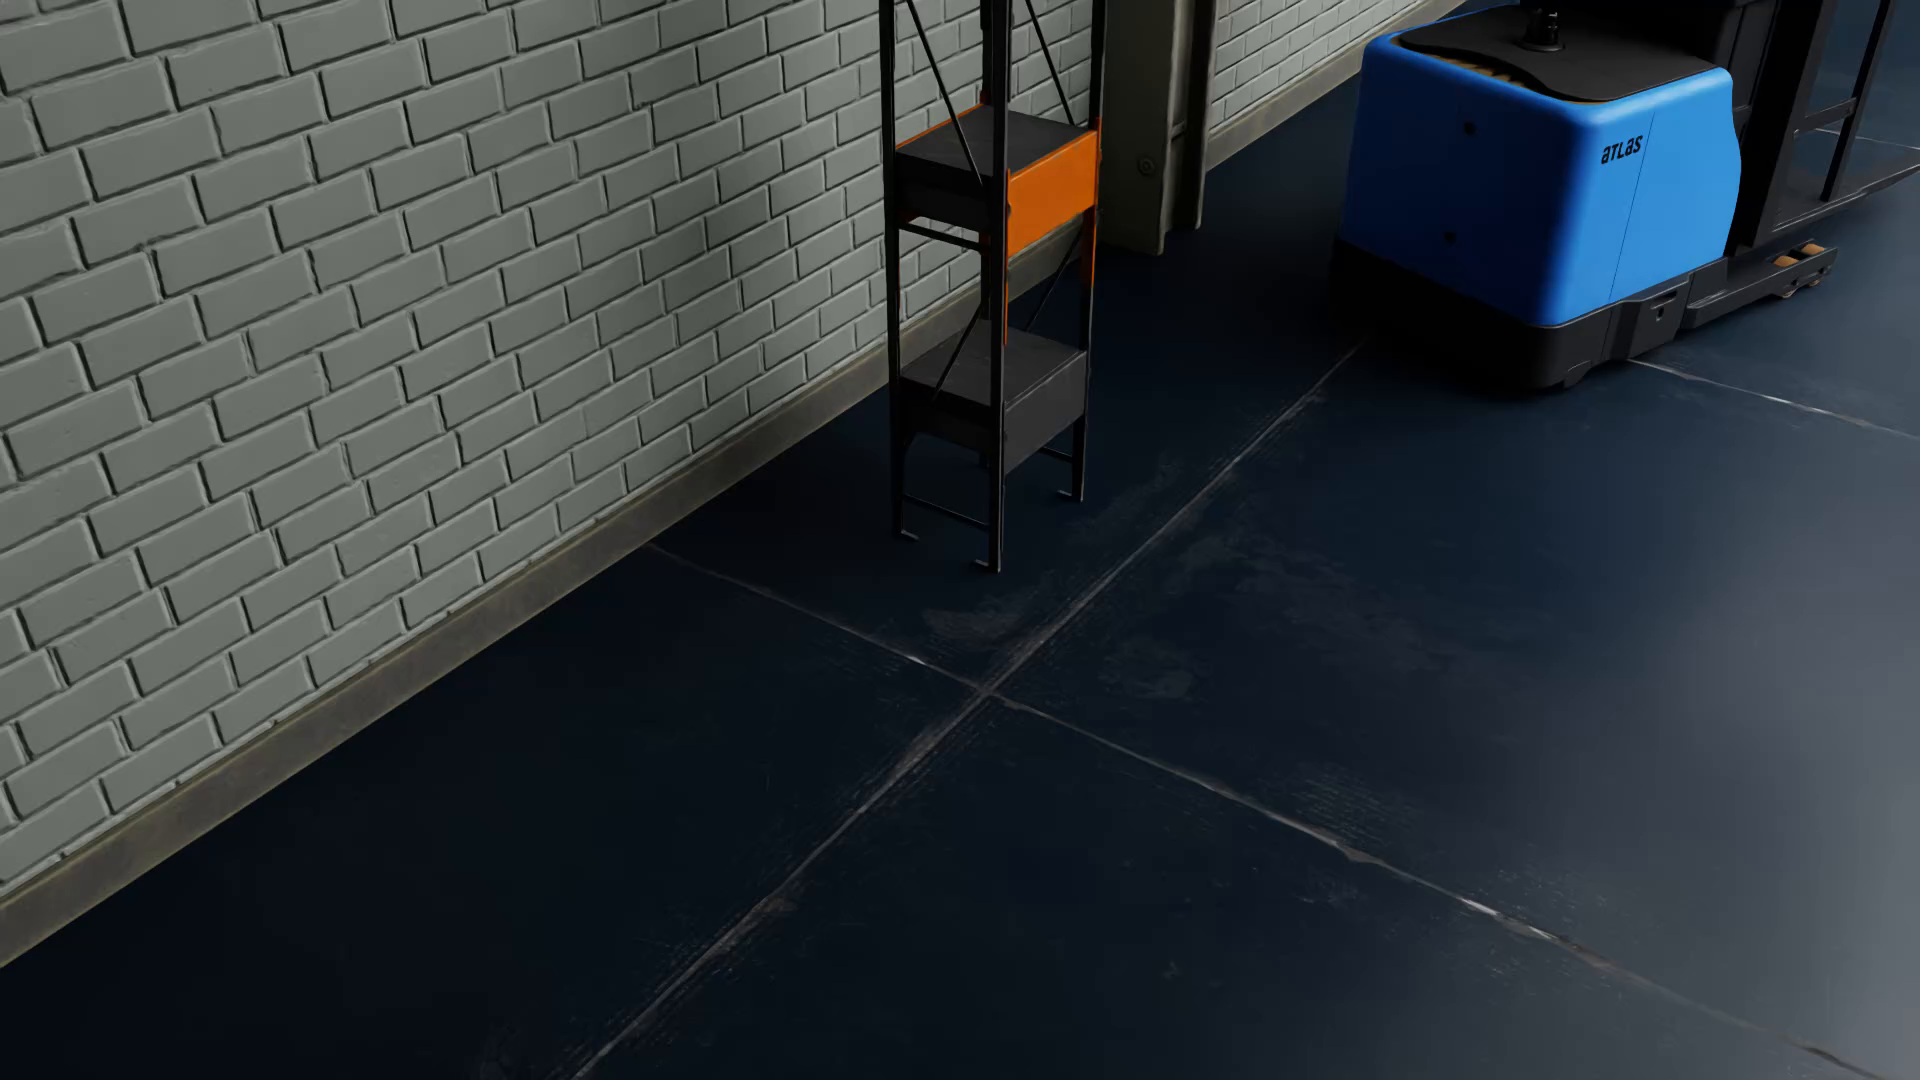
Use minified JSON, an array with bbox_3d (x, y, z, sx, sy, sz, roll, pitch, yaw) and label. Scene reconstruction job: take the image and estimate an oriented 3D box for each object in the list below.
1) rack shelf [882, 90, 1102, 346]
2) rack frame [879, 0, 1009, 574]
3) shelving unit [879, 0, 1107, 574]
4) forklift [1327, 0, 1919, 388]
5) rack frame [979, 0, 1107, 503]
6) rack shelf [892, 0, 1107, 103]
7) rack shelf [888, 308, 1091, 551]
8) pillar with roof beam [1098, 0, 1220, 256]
[{"bbox_3d":[0.094,-0.935,4.782,0.431,0.518,0.480,21,39,28],"label":"rack shelf"},{"bbox_3d":[-0.045,-0.834,4.608,0.400,2.100,0.015,21,39,28],"label":"rack frame"},{"bbox_3d":[0.094,-0.946,4.774,0.431,2.100,0.503,21,39,28],"label":"shelving unit"},{"bbox_3d":[2.944,-2.404,6.189,3.031,2.935,1.130,-22,40,-29],"label":"forklift"},{"bbox_3d":[0.234,-1.058,4.940,0.400,2.100,0.015,21,39,28],"label":"rack frame"},{"bbox_3d":[0.094,-1.515,4.390,0.431,0.518,0.480,21,39,28],"label":"rack shelf"},{"bbox_3d":[0.094,-0.355,5.174,0.431,0.518,0.480,21,39,28],"label":"rack shelf"},{"bbox_3d":[4.356,-3.690,2.673,9.100,9.000,0.400,21,39,28],"label":"pillar with roof beam"}]
